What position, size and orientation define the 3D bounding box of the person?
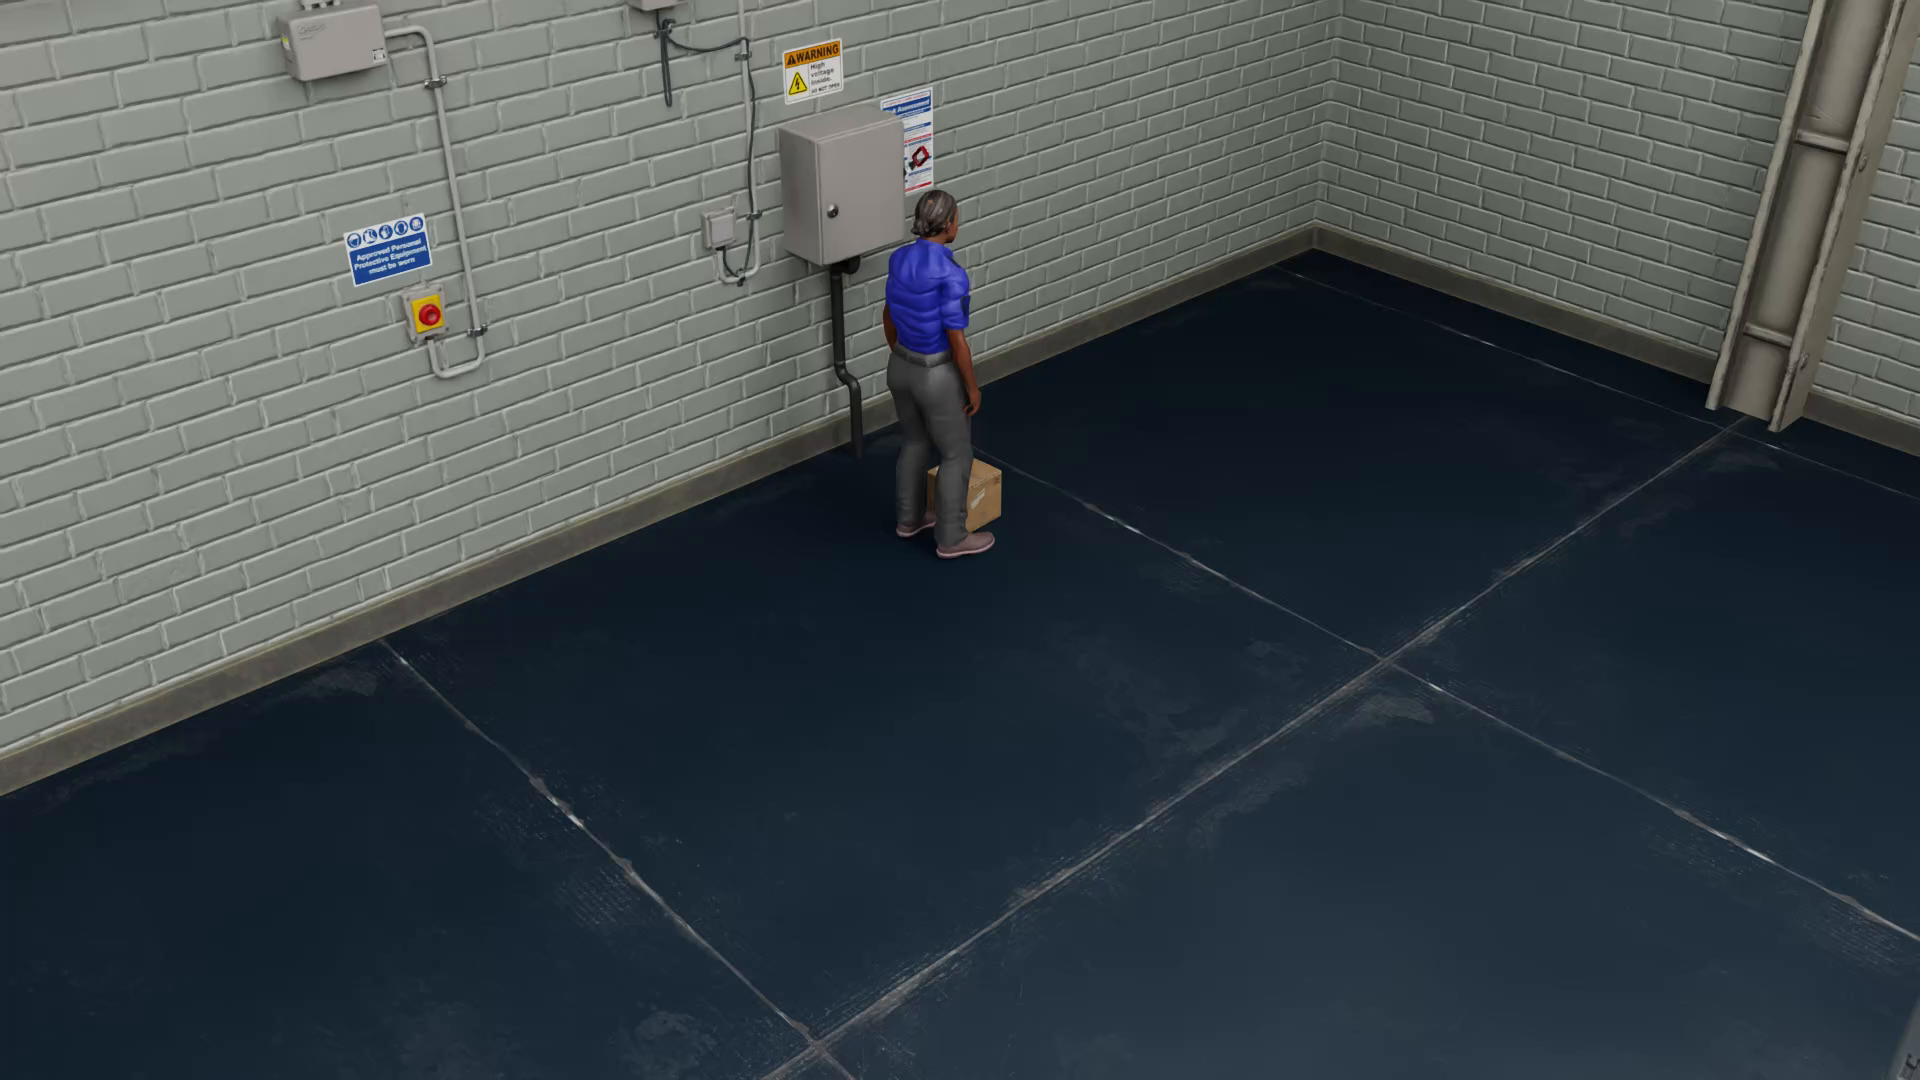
[{"bbox_3d":[-0.117,-0.717,7.290,0.348,1.655,0.528,-28,41,-37],"label":"person"}]
